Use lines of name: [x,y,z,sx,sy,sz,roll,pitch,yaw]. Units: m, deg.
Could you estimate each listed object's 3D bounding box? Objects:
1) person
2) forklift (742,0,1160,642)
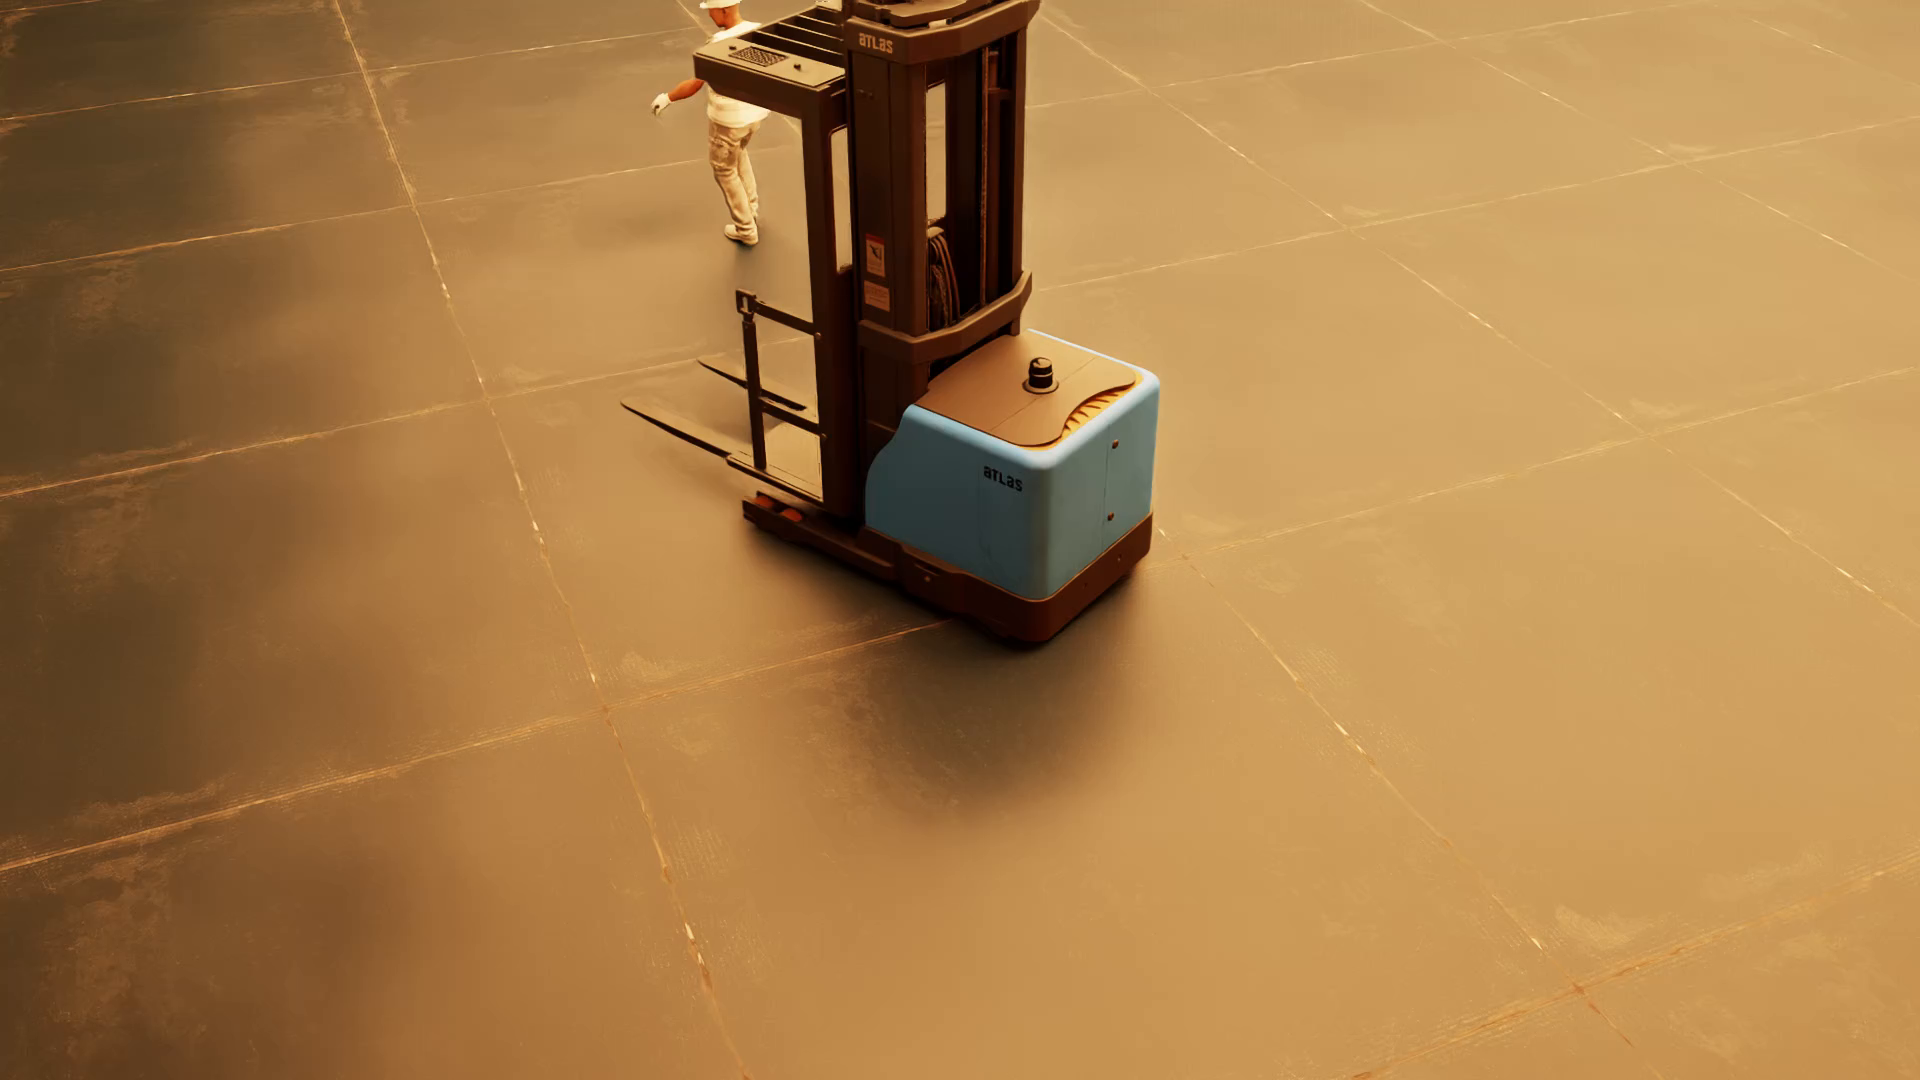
person: [-1.547,-2.843,11.179,0.532,1.773,0.998,27,43,32]
forklift: [-0.511,-1.408,8.078,3.031,2.935,1.130,24,42,30]
